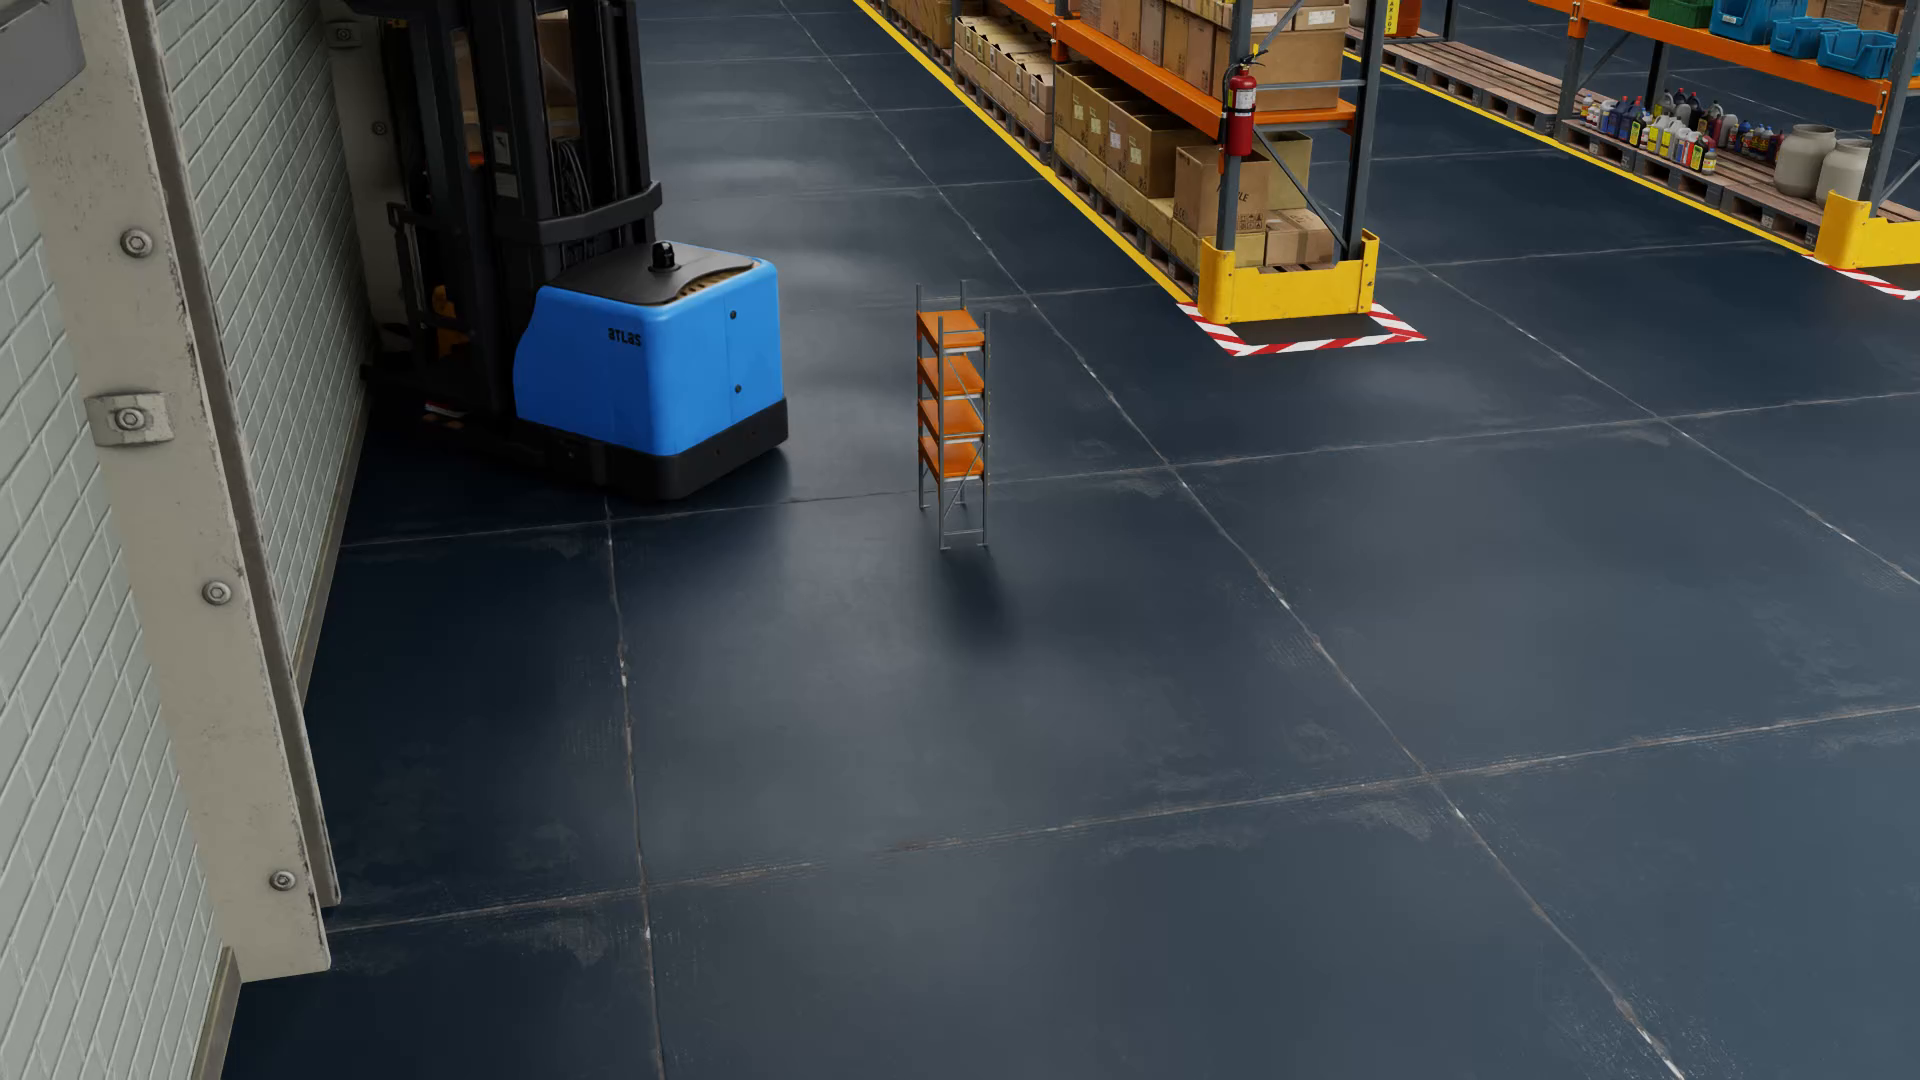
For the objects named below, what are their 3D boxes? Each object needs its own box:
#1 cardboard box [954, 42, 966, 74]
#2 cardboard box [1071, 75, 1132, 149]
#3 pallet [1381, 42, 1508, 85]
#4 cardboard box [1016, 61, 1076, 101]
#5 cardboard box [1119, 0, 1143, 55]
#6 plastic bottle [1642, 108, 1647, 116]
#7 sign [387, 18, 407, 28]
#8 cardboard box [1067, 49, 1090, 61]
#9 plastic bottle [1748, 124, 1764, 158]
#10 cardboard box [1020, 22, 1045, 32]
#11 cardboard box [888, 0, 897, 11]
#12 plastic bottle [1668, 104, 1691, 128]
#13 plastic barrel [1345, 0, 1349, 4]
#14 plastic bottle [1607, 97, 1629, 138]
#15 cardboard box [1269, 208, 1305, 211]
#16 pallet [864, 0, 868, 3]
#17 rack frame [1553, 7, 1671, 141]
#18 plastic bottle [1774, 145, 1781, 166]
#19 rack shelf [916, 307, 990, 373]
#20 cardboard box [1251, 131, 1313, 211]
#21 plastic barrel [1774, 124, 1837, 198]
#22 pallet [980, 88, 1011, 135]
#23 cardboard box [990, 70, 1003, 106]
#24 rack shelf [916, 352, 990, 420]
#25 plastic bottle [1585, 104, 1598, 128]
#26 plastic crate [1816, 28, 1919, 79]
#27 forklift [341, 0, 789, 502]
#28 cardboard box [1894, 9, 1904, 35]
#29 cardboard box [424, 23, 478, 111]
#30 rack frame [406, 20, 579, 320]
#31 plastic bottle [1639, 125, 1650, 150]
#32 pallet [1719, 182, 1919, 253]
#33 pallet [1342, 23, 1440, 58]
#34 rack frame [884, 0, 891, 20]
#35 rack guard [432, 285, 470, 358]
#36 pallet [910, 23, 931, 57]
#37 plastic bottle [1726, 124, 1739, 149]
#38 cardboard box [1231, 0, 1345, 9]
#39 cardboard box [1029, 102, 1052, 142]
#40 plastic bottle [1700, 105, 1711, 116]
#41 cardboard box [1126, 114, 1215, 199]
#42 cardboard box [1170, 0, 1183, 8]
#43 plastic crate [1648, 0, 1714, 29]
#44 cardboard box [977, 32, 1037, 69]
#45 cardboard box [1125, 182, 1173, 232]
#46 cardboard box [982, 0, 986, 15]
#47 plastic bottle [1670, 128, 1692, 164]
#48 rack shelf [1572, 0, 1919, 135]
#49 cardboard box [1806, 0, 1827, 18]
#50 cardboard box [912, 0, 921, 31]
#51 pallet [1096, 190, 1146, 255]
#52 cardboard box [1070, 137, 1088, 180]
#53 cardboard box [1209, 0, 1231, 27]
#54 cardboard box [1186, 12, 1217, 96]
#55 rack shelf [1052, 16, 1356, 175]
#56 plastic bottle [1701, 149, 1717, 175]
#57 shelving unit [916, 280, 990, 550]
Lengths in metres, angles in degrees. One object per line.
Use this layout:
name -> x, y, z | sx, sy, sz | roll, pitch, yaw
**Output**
cardboard box -> 0.238, -5.132, 17.674 | 0.500, 0.250, 0.500 | -6, 27, -12
cardboard box -> 1.228, -3.516, 13.641 | 0.500, 0.500, 0.500 | -6, 27, -12
pallet -> 5.370, -5.344, 18.604 | 1.003, 0.211, 1.213 | -6, 27, -12
cardboard box -> 0.814, -4.262, 15.329 | 0.500, 0.311, 0.500 | -5, 27, -10
cardboard box -> 1.649, -4.075, 12.883 | 0.700, 0.500, 0.500 | -6, 27, -11
plastic bottle -> 6.063, -3.707, 14.806 | 0.097, 0.271, 0.097 | 0, 27, 0
sign -> -3.161, -3.025, 9.279 | 0.100, 0.325, 0.005 | -6, 27, -12
cardboard box -> 1.232, -4.540, 15.879 | 0.500, 0.311, 0.500 | -7, 28, -13
plastic bottle -> 6.831, -3.421, 14.239 | 0.097, 0.271, 0.097 | 0, 27, 0
cardboard box -> 0.888, -5.209, 17.205 | 0.500, 0.311, 0.500 | -6, 27, -12
cardboard box -> -0.623, -7.031, 21.137 | 0.500, 0.500, 0.500 | -7, 28, -14
plastic bottle -> 6.465, -3.794, 14.972 | 0.152, 0.276, 0.135 | -6, 27, -12
plastic barrel -> 4.852, -6.753, 20.510 | 0.600, 0.588, 0.708 | -6, 27, -12
plastic bottle -> 5.912, -3.794, 14.890 | 0.144, 0.351, 0.185 | -5, 27, -10
cardboard box -> 2.189, -2.357, 12.176 | 0.500, 0.250, 0.500 | -6, 27, -12
pallet -> -0.927, -7.781, 23.432 | 1.003, 0.211, 1.213 | -6, 27, -12
rack frame -> 6.135, -5.177, 15.178 | 1.000, 3.000, 0.127 | -6, 27, -12
plastic bottle -> 6.908, -3.241, 13.960 | 0.097, 0.201, 0.097 | 0, 27, 0
rack shelf -> -0.037, -0.959, 7.947 | 0.258, 0.148, 0.480 | -6, 27, -12
cardboard box -> 2.191, -2.692, 12.007 | 0.500, 0.500, 0.500 | -6, 27, -12
plastic barrel -> 6.700, -2.999, 13.158 | 0.421, 0.512, 0.421 | 0, 27, 0
pallet -> 0.826, -4.287, 16.509 | 1.003, 0.211, 1.213 | -6, 27, -12
cardboard box -> 0.591, -4.458, 16.340 | 0.500, 0.250, 0.500 | -5, 27, -11
rack shelf -> -0.037, -0.748, 8.053 | 0.258, 0.148, 0.480 | -6, 27, -12
plastic bottle -> 5.802, -3.895, 15.255 | 0.097, 0.201, 0.097 | 0, 27, 0
plastic crate -> 6.632, -3.544, 12.107 | 0.499, 0.251, 0.616 | -6, 27, -12
forklift -> -2.476, -1.986, 8.933 | 3.031, 2.935, 1.130 | 15, 31, 28
cardboard box -> 10.627, -5.489, 18.082 | 0.700, 0.500, 0.500 | -8, 28, -16
cardboard box -> -2.929, -2.877, 9.933 | 0.500, 0.500, 0.500 | -6, 27, -12
rack frame -> -2.616, -2.415, 9.706 | 1.000, 3.000, 0.127 | -6, 27, -12
plastic bottle -> 5.996, -3.518, 14.508 | 0.097, 0.201, 0.097 | 0, 27, 0
pallet -> 6.795, -2.562, 13.091 | 1.003, 0.211, 1.213 | -6, 27, -12
pallet -> 5.015, -6.030, 19.962 | 1.003, 0.211, 1.213 | -6, 27, -12
rack frame -> -0.495, -8.188, 21.143 | 1.000, 3.000, 0.127 | -6, 27, -12
rack guard -> -2.633, -1.332, 10.335 | 1.175, 0.500, 0.348 | -6, 27, -12
pallet -> 0.004, -6.053, 20.008 | 1.003, 0.211, 1.213 | -6, 27, -12
plastic bottle -> 6.763, -3.524, 14.520 | 0.097, 0.201, 0.097 | 0, 27, 0
cardboard box -> 2.105, -3.773, 10.845 | 0.700, 0.500, 0.500 | -6, 27, -11
cardboard box -> 0.932, -3.788, 15.012 | 0.500, 0.250, 0.500 | -6, 27, -12
plastic bottle -> 6.681, -3.756, 14.888 | 0.061, 0.283, 0.133 | -4, 27, -8
cardboard box -> 1.559, -2.857, 12.335 | 0.500, 0.500, 0.500 | -6, 27, -12
cardboard box -> 1.705, -3.855, 11.728 | 0.380, 0.149, 0.250 | -5, 27, -10
plastic crate -> 6.166, -4.458, 13.988 | 0.450, 0.188, 0.662 | -6, 27, -12
cardboard box -> 0.478, -4.928, 16.648 | 0.500, 0.311, 0.500 | -7, 28, -13
cardboard box -> 1.562, -2.523, 12.504 | 0.500, 0.250, 0.500 | -6, 27, -12
cardboard box -> 0.459, -5.970, 19.035 | 0.500, 0.500, 0.500 | -7, 28, -13
plastic bottle -> 6.134, -3.337, 14.068 | 0.152, 0.276, 0.135 | -7, 28, -13
rack shelf -> 6.585, -3.978, 13.600 | 1.077, 0.370, 4.000 | -6, 27, -12
cardboard box -> 10.229, -6.224, 19.539 | 0.700, 0.500, 0.500 | -7, 28, -14
cardboard box -> -0.274, -6.356, 19.799 | 0.500, 0.500, 0.500 | -7, 28, -14
pallet -> 1.725, -2.541, 13.049 | 1.003, 0.211, 1.213 | -6, 27, -12
cardboard box -> 1.225, -3.181, 13.809 | 0.500, 0.250, 0.500 | -6, 27, -12
cardboard box -> 1.877, -3.517, 11.058 | 0.380, 0.149, 0.250 | -5, 27, -10
cardboard box -> 1.994, -3.400, 11.547 | 0.700, 0.500, 0.500 | -5, 27, -10
rack shelf -> 1.759, -3.476, 12.607 | 1.077, 0.370, 4.000 | -6, 27, -12
plastic bottle -> 6.195, -3.130, 13.739 | 0.097, 0.201, 0.097 | 0, 27, 0
shelving unit -> -0.037, -0.608, 8.124 | 0.258, 1.200, 0.503 | -6, 27, -12
